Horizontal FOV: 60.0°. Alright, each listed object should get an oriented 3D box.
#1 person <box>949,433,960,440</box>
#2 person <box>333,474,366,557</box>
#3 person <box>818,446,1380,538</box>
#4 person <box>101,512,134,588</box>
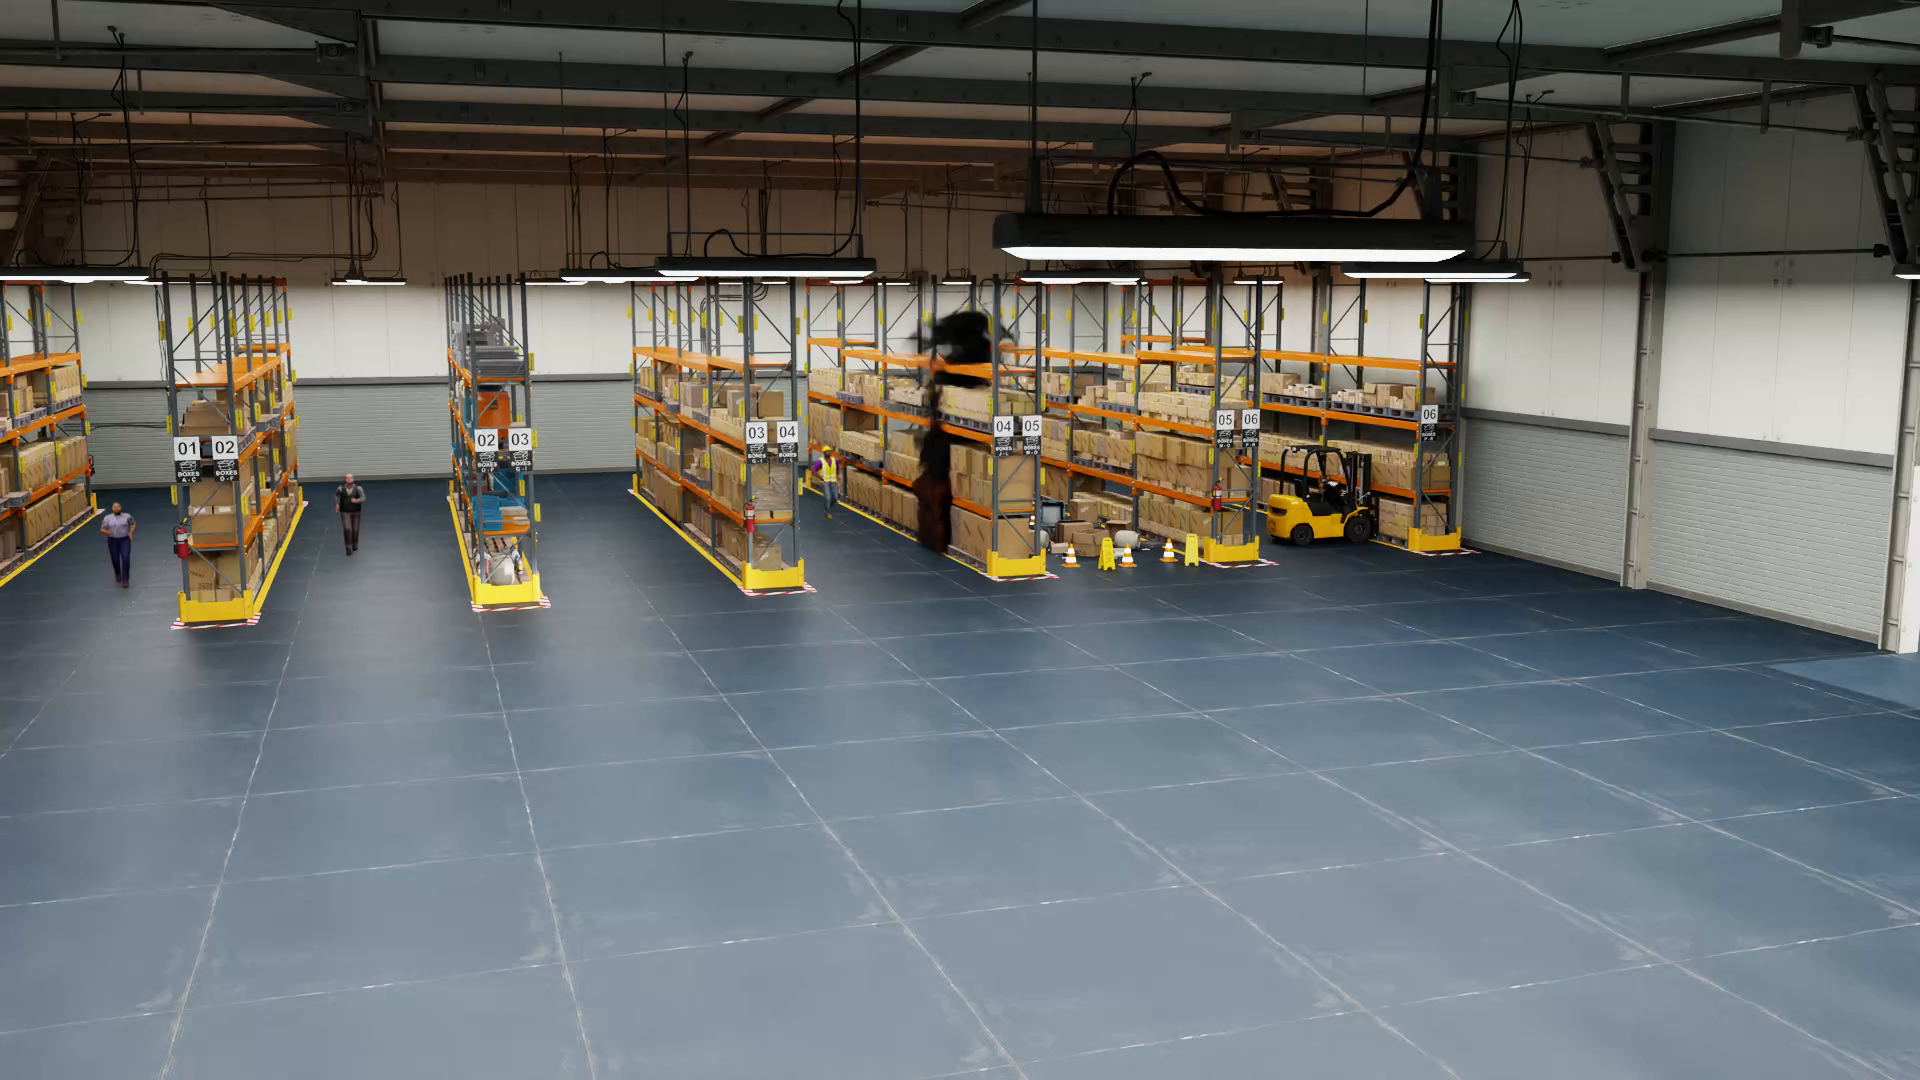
[{"bbox_3d":[-0.113,-2.843,51.222,0.701,1.744,0.749,-1,9,-8],"label":"person"},{"bbox_3d":[-13.215,-0.560,36.071,0.636,1.770,0.769,-4,10,-25],"label":"person"},{"bbox_3d":[3.644,-1.165,38.921,11.873,1.969,7.905,-5,10,-28],"label":"person"},{"bbox_3d":[-16.204,0.166,32.059,0.584,1.432,0.894,-4,10,-26],"label":"person"}]
